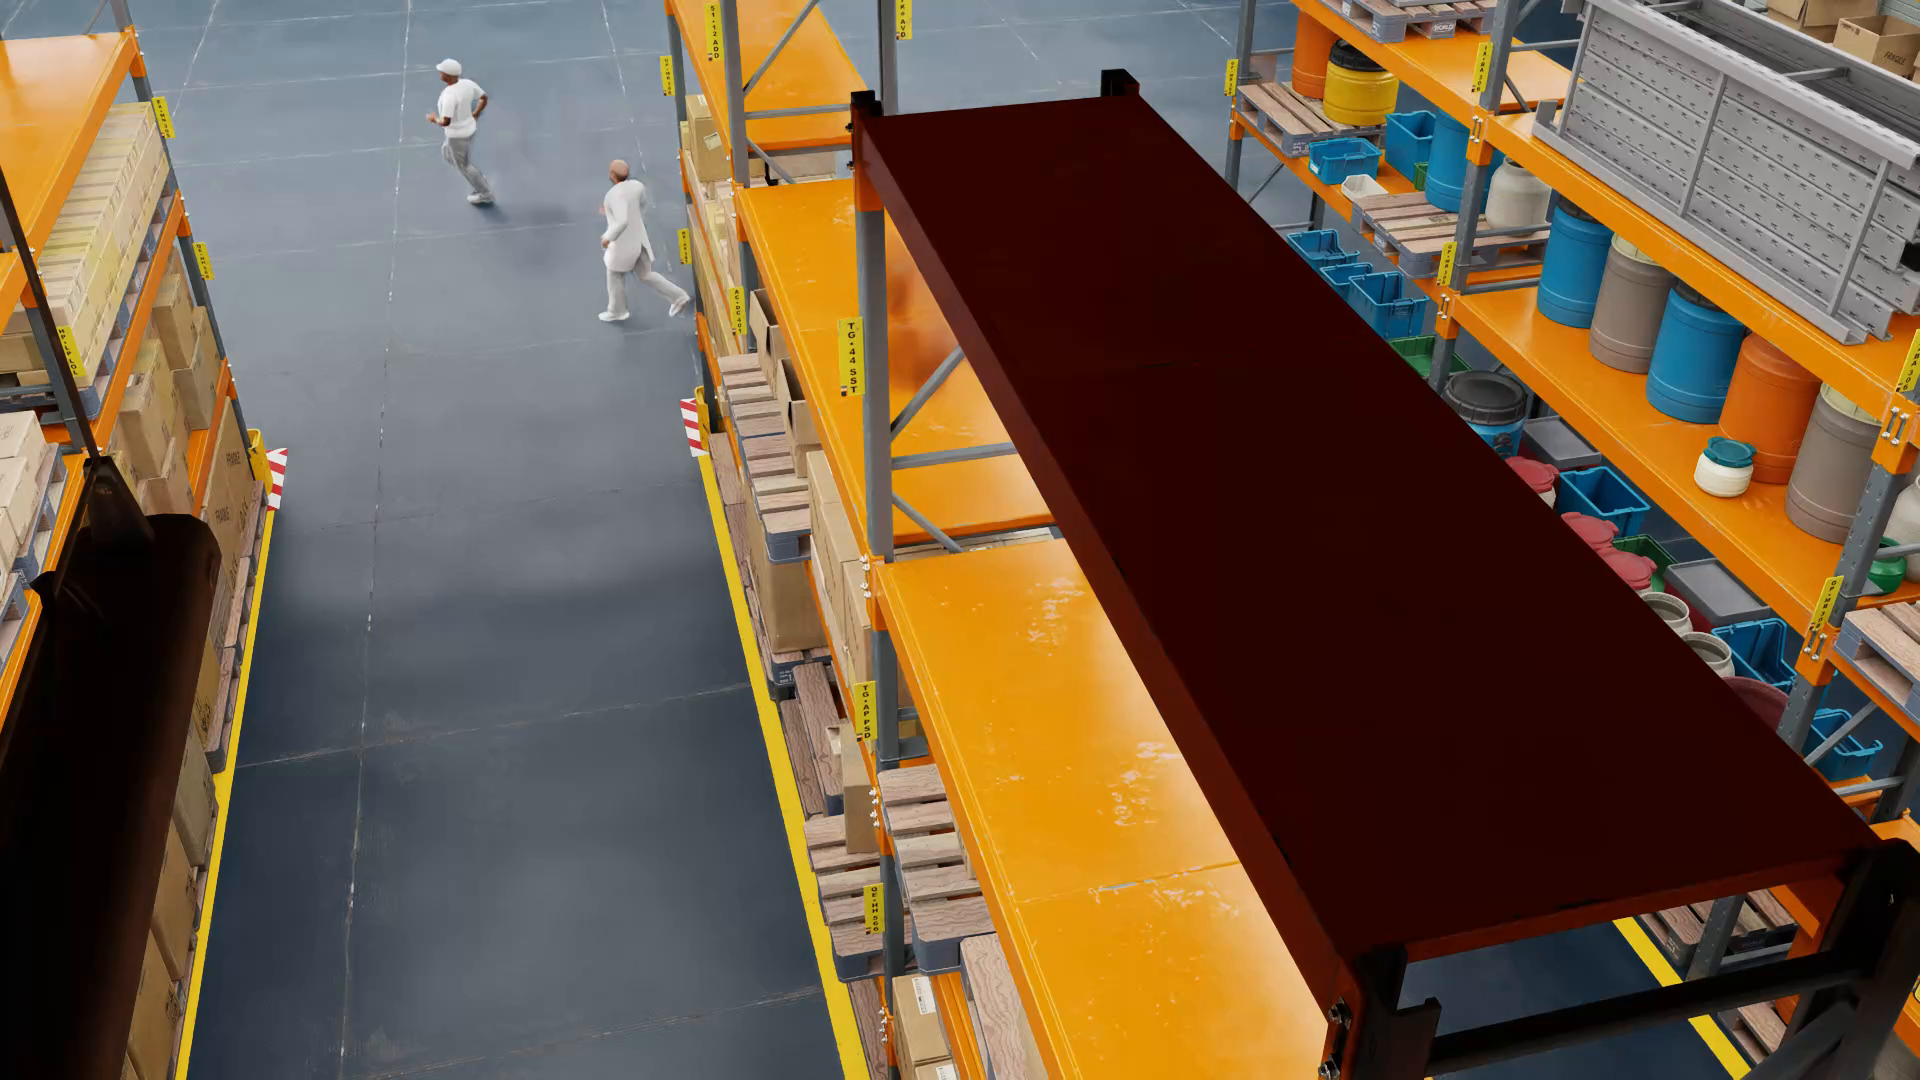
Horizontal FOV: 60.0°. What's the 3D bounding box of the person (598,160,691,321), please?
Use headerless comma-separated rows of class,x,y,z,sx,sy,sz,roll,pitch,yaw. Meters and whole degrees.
person,-3.310,-2.981,16.880,1.048,1.796,0.718,15,37,21

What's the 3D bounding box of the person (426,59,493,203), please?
person,-5.913,-4.812,19.553,0.644,1.724,0.682,4,35,6
